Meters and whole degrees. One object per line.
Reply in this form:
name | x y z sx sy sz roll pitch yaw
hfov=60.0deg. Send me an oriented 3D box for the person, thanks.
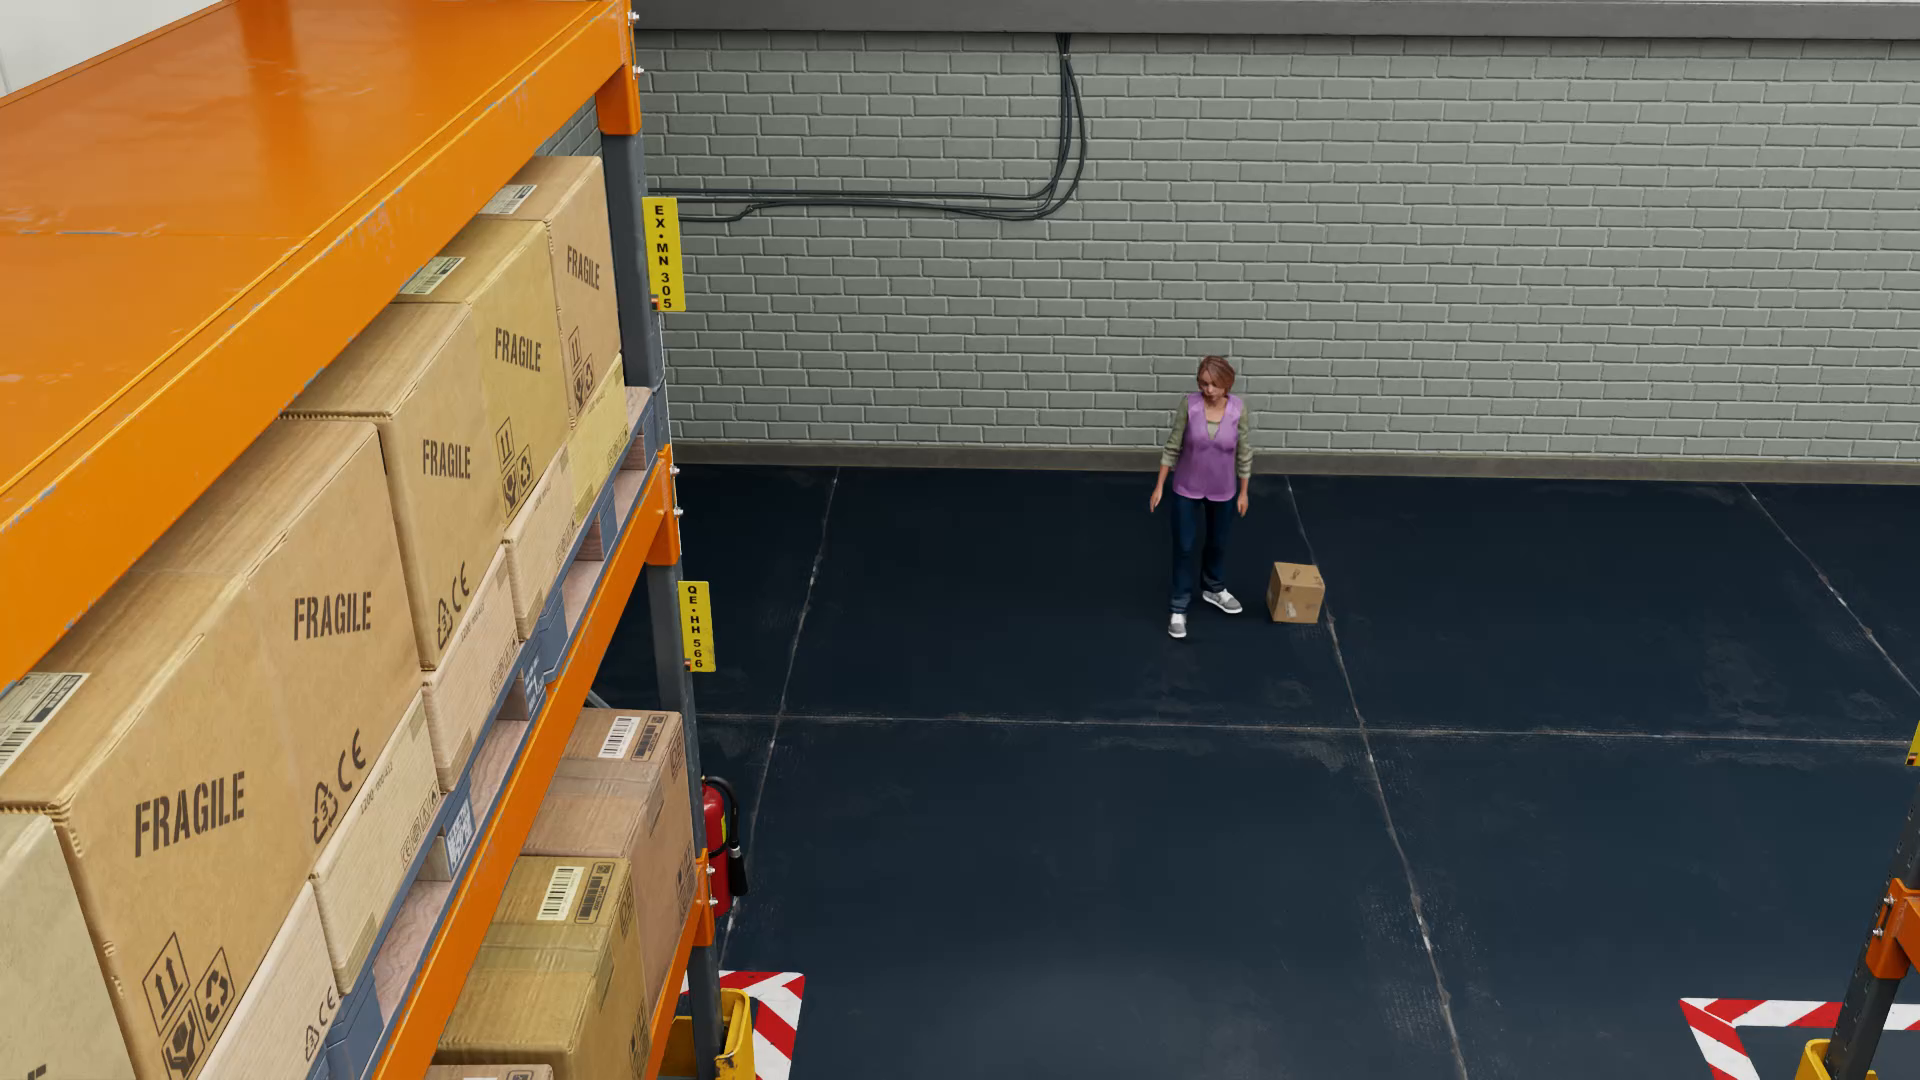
person | 1.323 -0.254 9.066 0.572 1.589 0.528 1 28 2
